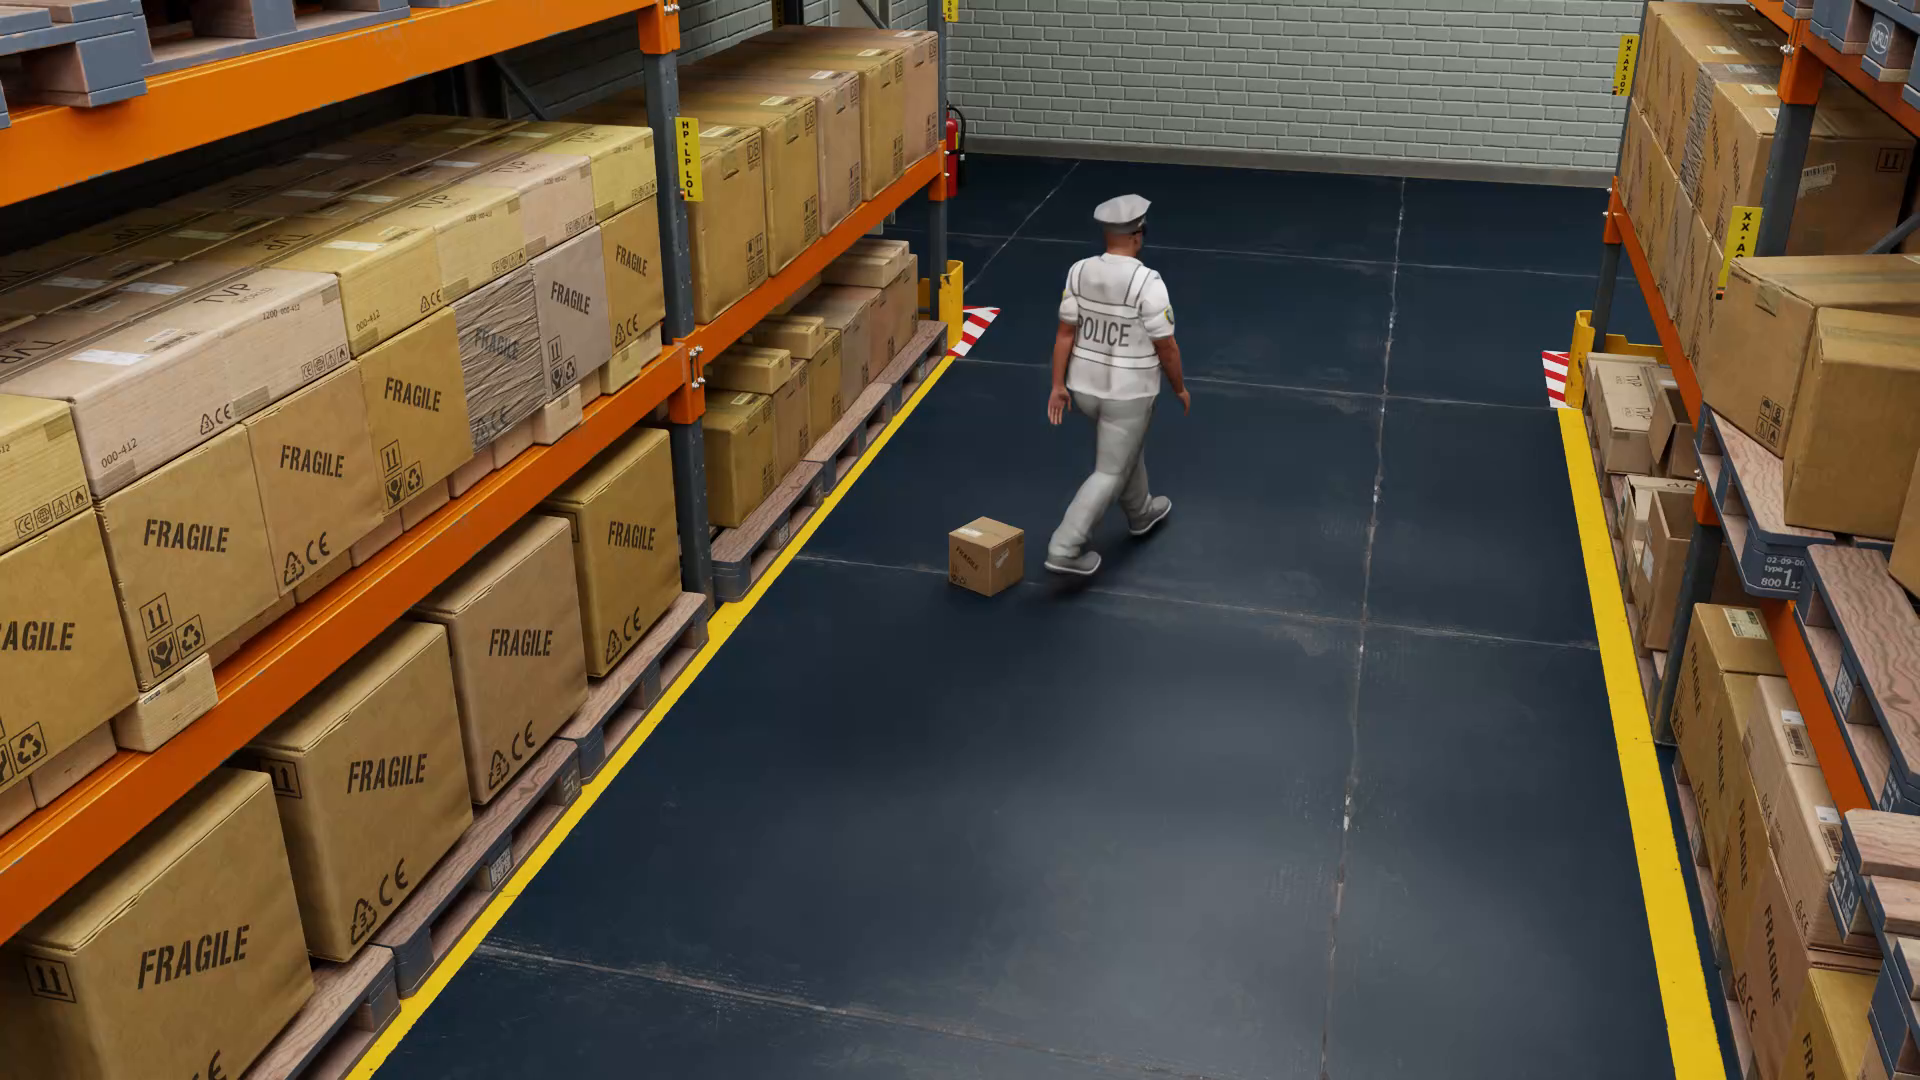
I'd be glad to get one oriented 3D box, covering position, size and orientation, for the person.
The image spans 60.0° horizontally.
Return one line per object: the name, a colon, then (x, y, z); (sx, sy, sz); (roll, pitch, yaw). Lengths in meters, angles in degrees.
person: (0.720, -0.711, 7.625); (0.546, 1.708, 1.092); (23, 33, 39)
